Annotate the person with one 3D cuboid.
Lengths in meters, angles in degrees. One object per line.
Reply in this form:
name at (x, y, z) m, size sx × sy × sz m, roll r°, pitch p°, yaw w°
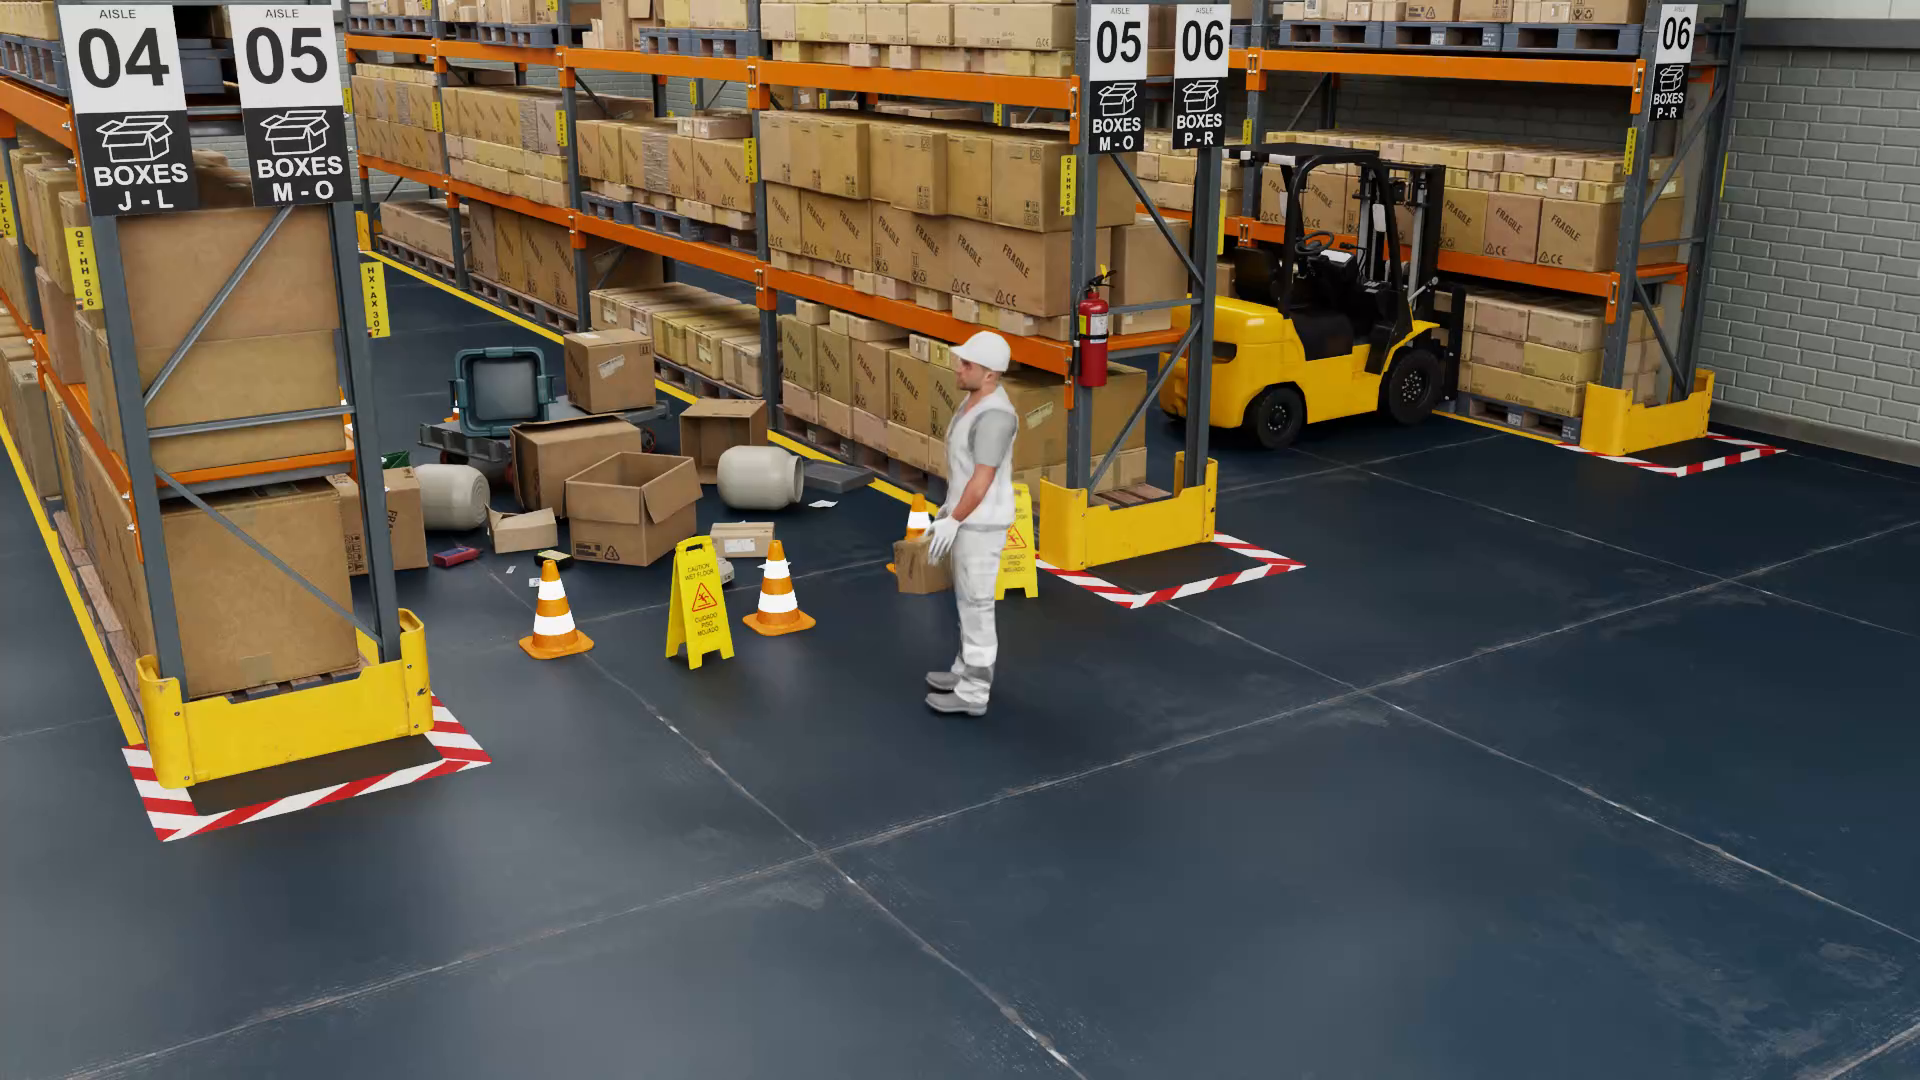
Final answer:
person at (0.024, -0.080, 7.687) m, size 0.436 × 1.802 × 0.563 m, roll -2°, pitch 18°, yaw -8°
